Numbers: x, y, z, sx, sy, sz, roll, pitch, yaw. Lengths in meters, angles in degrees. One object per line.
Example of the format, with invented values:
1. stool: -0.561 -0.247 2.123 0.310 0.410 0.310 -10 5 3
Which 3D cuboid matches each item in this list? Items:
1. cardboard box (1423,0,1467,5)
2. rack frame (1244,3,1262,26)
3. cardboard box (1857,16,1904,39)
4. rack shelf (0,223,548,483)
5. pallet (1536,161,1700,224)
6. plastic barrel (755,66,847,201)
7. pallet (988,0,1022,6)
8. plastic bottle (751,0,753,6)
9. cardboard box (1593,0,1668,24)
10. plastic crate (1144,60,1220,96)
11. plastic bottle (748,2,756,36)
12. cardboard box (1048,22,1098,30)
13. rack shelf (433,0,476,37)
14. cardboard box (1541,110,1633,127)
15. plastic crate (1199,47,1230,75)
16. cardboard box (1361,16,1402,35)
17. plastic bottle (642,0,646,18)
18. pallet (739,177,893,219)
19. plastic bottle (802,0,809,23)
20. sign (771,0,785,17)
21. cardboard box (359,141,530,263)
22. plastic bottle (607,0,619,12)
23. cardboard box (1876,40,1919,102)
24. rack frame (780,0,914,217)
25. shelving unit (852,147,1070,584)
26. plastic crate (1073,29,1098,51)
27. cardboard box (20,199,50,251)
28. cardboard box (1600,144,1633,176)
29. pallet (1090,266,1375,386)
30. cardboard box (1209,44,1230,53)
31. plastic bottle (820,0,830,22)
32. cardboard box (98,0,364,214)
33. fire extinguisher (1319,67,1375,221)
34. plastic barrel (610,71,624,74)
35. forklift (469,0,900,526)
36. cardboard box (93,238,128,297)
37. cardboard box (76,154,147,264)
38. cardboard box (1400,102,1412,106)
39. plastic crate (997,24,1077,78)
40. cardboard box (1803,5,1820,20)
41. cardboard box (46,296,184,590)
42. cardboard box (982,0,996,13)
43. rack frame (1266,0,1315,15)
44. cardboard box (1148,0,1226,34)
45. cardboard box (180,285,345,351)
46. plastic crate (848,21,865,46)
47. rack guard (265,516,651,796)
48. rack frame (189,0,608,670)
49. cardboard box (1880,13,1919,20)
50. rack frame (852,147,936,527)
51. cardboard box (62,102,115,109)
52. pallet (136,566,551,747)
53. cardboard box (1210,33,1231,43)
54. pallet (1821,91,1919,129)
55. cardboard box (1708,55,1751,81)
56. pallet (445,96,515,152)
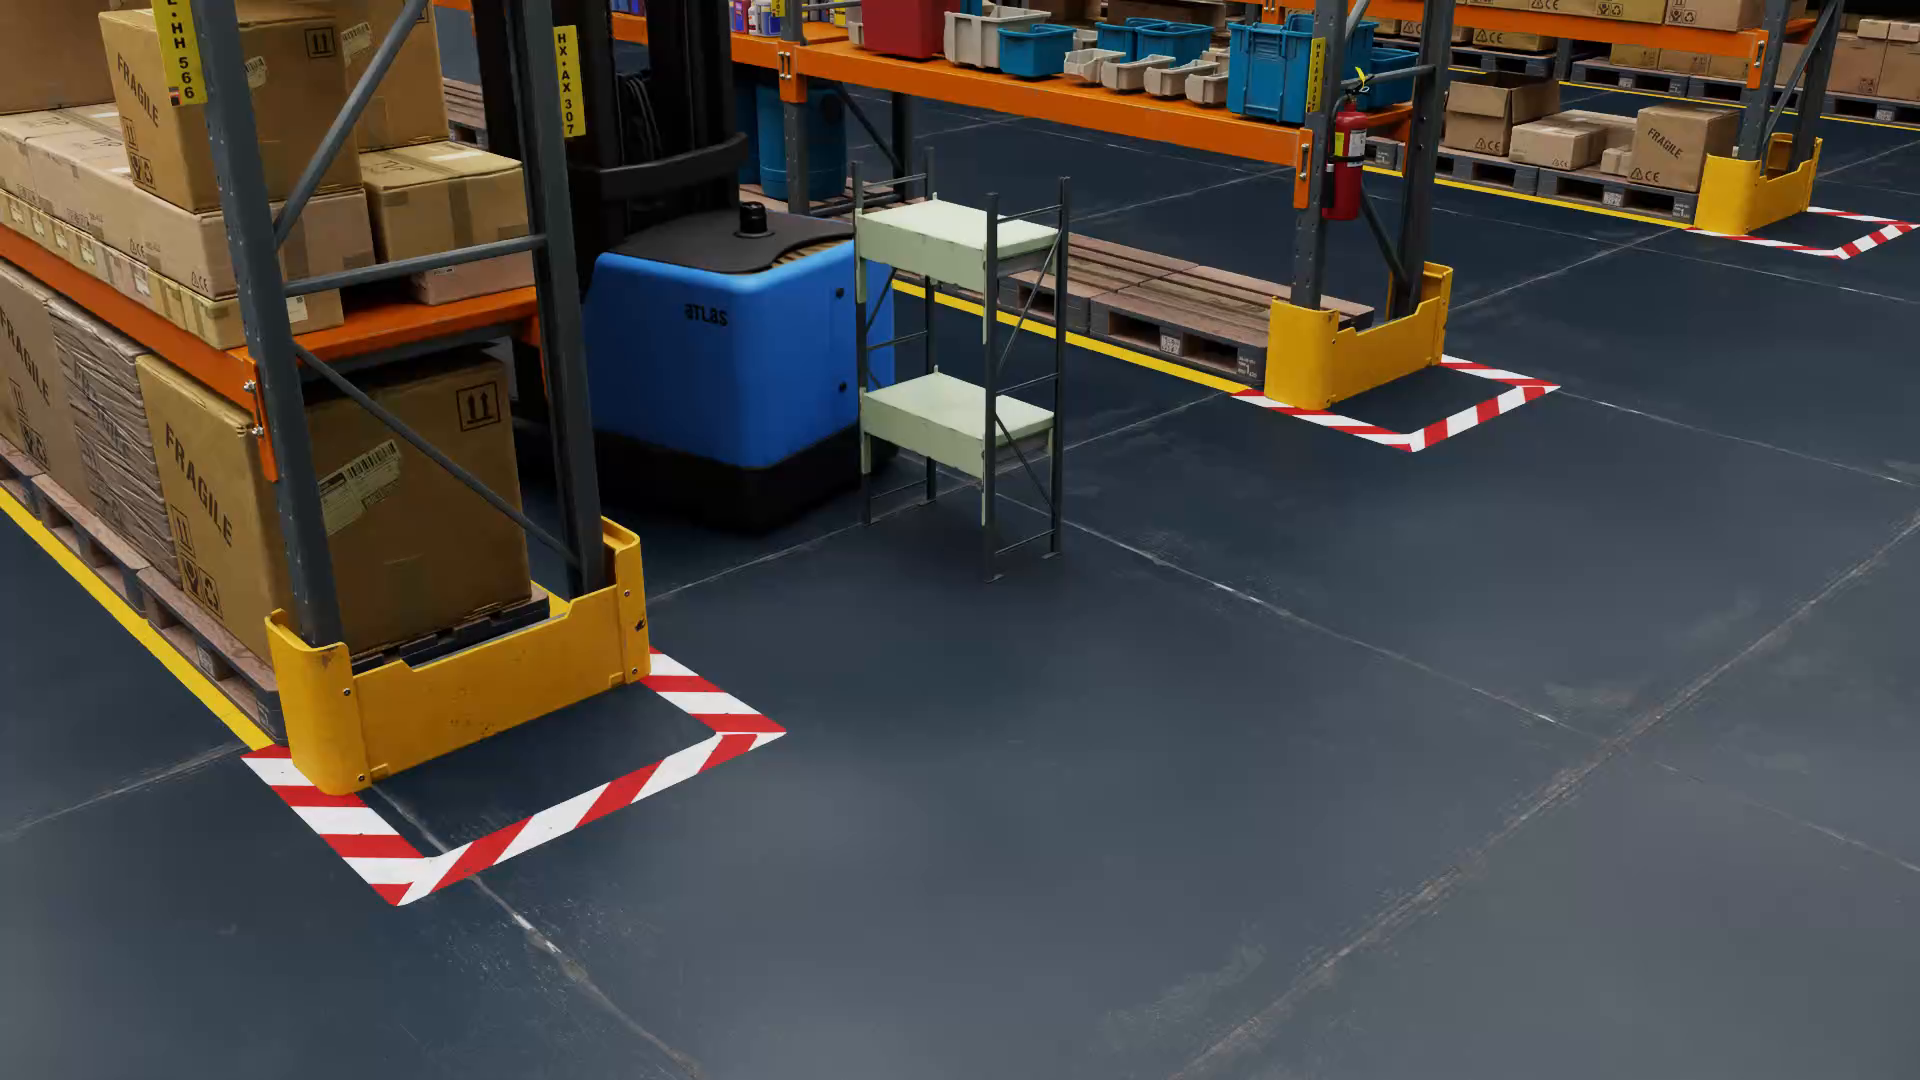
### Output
1. cardboard box: 3.740 -4.329 12.505 0.500 0.500 0.500 -21 32 -39
2. rack frame: 3.778 -7.440 19.445 1.000 3.000 0.127 -21 32 -38
3. cardboard box: 8.298 -4.614 14.973 0.380 0.149 0.250 -20 31 -37
4. rack shelf: -2.969 -1.080 6.369 1.077 0.370 4.000 -21 32 -38
5. pallet: 5.035 -2.606 12.208 1.003 0.211 1.213 -21 32 -38
6. plastic barrel: -1.080 -2.824 11.348 0.600 0.901 0.708 -21 32 -38
7. pallet: 0.559 -7.577 23.104 1.003 0.211 1.213 -21 32 -38
8. plastic bottle: -1.371 -3.440 10.916 0.097 0.201 0.097 0 25 0
9. cardboard box: 4.770 -3.870 11.499 0.500 0.500 0.500 -21 32 -38
10. plastic crate: 1.137 -2.401 8.644 0.396 0.136 0.243 -21 32 -38
11. plastic bottle: -1.325 -3.383 10.790 0.097 0.201 0.097 0 25 0
12. cardboard box: 0.968 -4.567 15.629 0.500 0.500 0.500 -22 32 -39
13. rack shelf: -4.821 -4.908 14.762 1.077 0.370 4.000 -21 32 -38
14. cardboard box: 4.784 -3.107 12.730 0.500 0.250 0.500 -21 32 -38
15. plastic crate: 1.463 -2.608 9.098 0.250 0.136 0.298 -21 32 -38
16. cardboard box: 4.779 -6.126 18.648 0.750 0.750 0.750 -21 32 -39
17. plastic bottle: -2.170 -3.757 11.611 0.097 0.201 0.097 0 25 0
18. pallet: -1.217 -2.395 11.745 1.003 0.211 1.213 -21 32 -38
19. plastic bottle: -1.087 -3.646 11.367 0.097 0.201 0.097 0 25 0
20. sign: -1.123 -3.388 10.230 0.100 0.325 0.005 -21 32 -38
21. cardboard box: -1.733 -1.090 5.348 0.500 0.250 0.500 -22 33 -40
22. plastic bottle: -2.446 -3.930 11.901 0.152 0.276 0.135 -21 32 -38
23. cardboard box: 8.694 -4.254 14.967 0.700 0.500 0.500 -21 32 -38
24. rack frame: -0.720 -3.418 10.628 1.000 3.000 0.127 -21 32 -38
25. shelving unit: -0.005 -0.684 6.443 0.431 1.500 0.755 -21 32 -38
26. plastic crate: 0.690 -2.883 9.701 0.293 0.136 0.466 -21 32 -38
27. cardboard box: -3.130 -1.164 5.991 0.380 0.149 0.250 -20 32 -37
28. cardboard box: 4.870 -2.764 12.079 0.380 0.166 0.250 -21 32 -38
29. pallet: 1.479 -1.198 9.122 1.003 0.211 1.213 -21 32 -38
30. cardboard box: 2.352 -3.953 14.283 0.500 0.500 0.500 -21 32 -39
31. plastic bottle: -0.909 -3.691 11.382 0.097 0.271 0.097 0 25 0
32. cardboard box: -2.126 -1.282 4.866 0.500 0.500 0.500 -21 32 -38
33. fire extinguisher: 1.785 -1.827 7.682 0.296 0.674 0.183 -21 32 -38
34. plastic barrel: -2.656 -3.400 13.080 0.421 0.512 0.421 0 25 0
35. forklift: -1.787 -1.840 7.252 3.031 2.935 1.130 15 28 30
36. cardboard box: -2.606 -0.932 5.482 0.380 0.149 0.250 -21 32 -38
37. cardboard box: -2.473 -1.093 5.355 0.500 0.250 0.500 -22 32 -39
38. cardboard box: 3.795 -3.536 13.792 0.380 0.149 0.250 -21 32 -38
39. plastic crate: 0.423 -2.707 9.198 0.416 0.233 0.300 -21 32 -38
40. cardboard box: 8.058 -4.952 15.714 0.380 0.149 0.250 -21 32 -38
41. cardboard box: -2.719 -0.472 6.225 0.875 0.875 0.875 -21 32 -38
42. cardboard box: 0.021 -5.471 17.260 0.500 0.311 0.500 -20 31 -37
43. rack frame: 2.898 -4.822 13.706 1.000 3.000 0.127 -21 32 -38
44. cardboard box: 2.062 -4.745 15.115 0.500 0.250 0.500 -21 32 -38
45. cardboard box: -2.085 -0.701 4.976 0.380 0.149 0.250 -20 32 -38
46. plastic crate: -0.506 -3.144 10.272 0.396 0.136 0.243 -21 32 -38
47. rack guard: -1.585 0.344 5.395 1.175 0.500 0.348 -21 32 -38
48. rack frame: -1.602 -0.801 4.892 1.000 3.000 0.127 -21 32 -38
49. cardboard box: 8.579 -4.721 15.209 0.380 0.149 0.250 -21 32 -38
50. rack frame: -0.255 -0.795 6.686 0.400 1.500 0.023 -21 32 -38
51. cardboard box: -3.511 -1.556 6.369 0.500 0.250 0.500 -20 31 -37
52. pallet: -2.205 0.248 5.953 1.003 0.211 1.213 -21 32 -38
53. cardboard box: 2.373 -4.259 14.953 0.500 0.500 0.500 -21 32 -38
54. pallet: 8.642 -3.968 15.193 1.003 0.211 1.213 -21 32 -38
55. cardboard box: 7.638 -4.717 15.982 0.700 0.500 0.500 -20 31 -37
56. pallet: -3.955 -3.607 14.402 1.003 0.211 1.213 -21 32 -38
